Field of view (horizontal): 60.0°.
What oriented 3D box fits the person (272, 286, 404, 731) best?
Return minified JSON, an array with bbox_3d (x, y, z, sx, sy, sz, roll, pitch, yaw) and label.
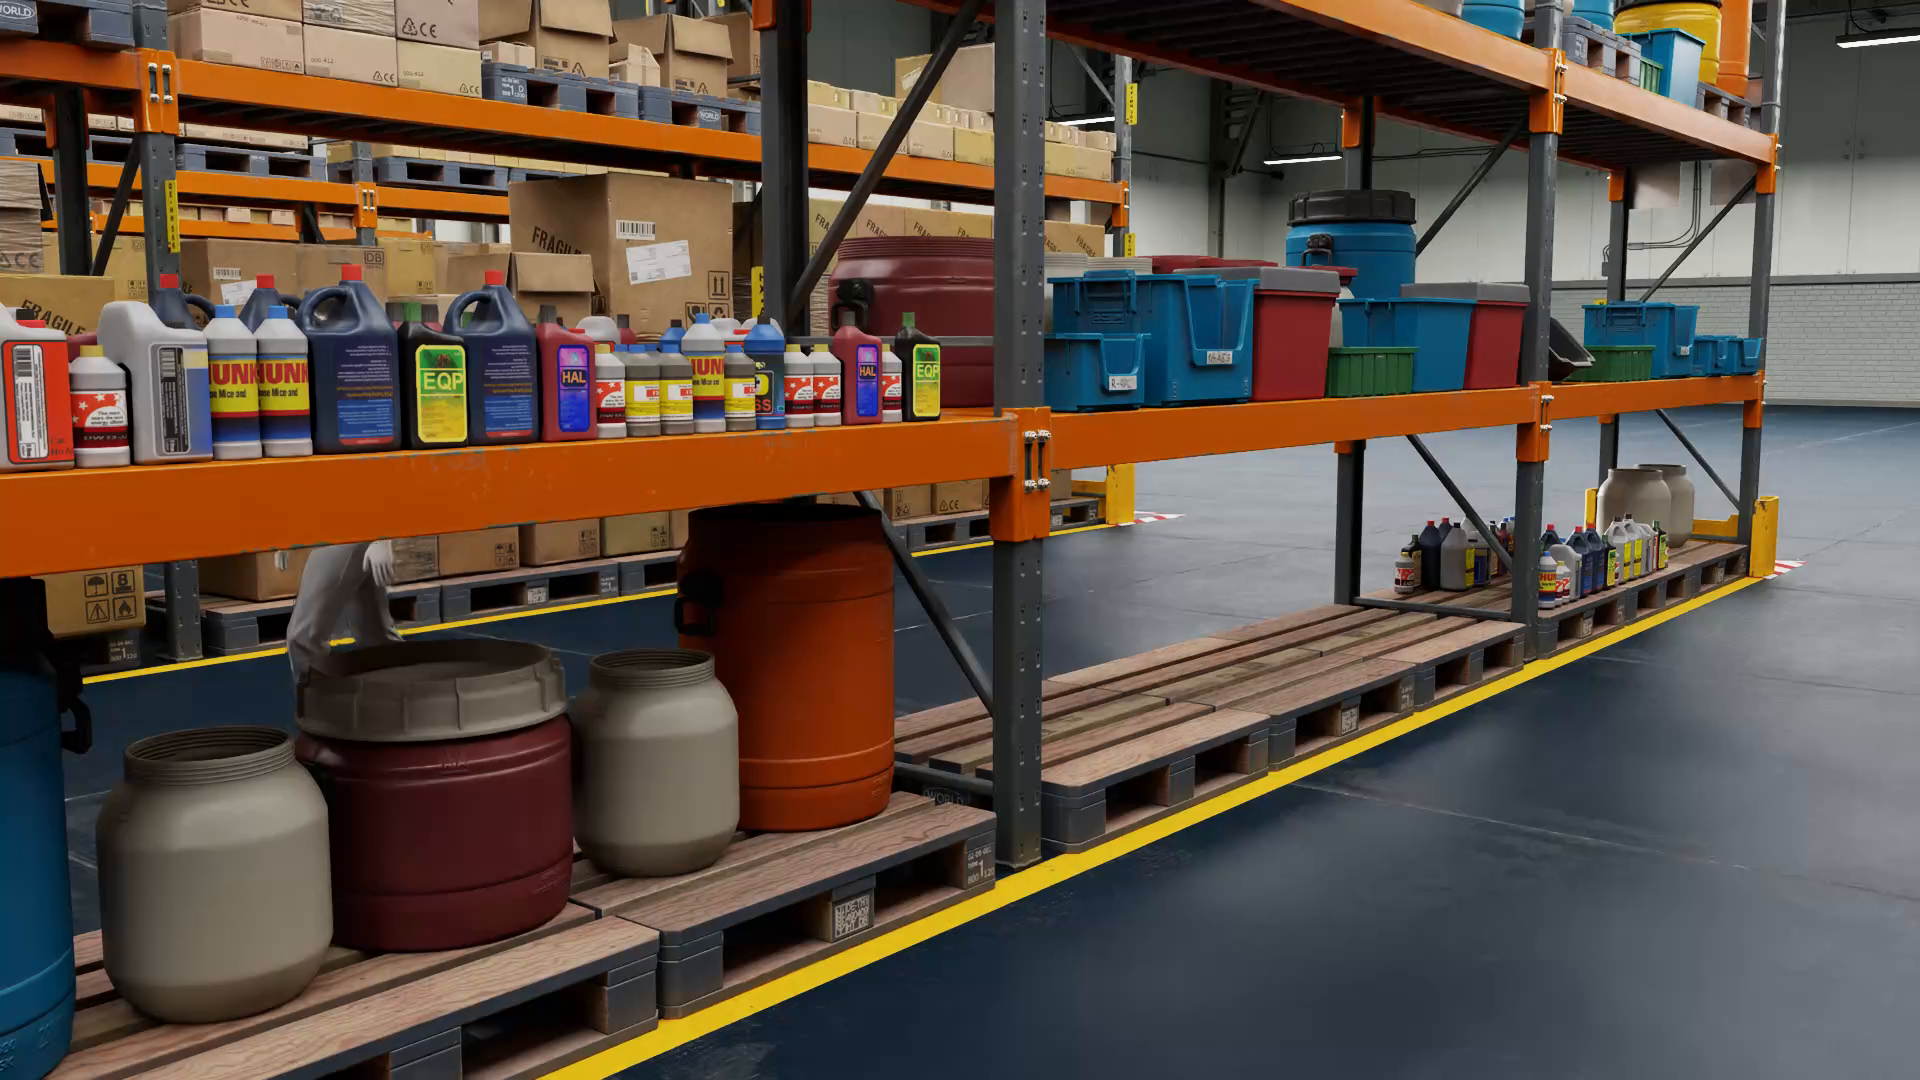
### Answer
[{"bbox_3d":[-2.117,0.006,5.716,0.621,1.735,0.554,-4,8,-31],"label":"person"}]
